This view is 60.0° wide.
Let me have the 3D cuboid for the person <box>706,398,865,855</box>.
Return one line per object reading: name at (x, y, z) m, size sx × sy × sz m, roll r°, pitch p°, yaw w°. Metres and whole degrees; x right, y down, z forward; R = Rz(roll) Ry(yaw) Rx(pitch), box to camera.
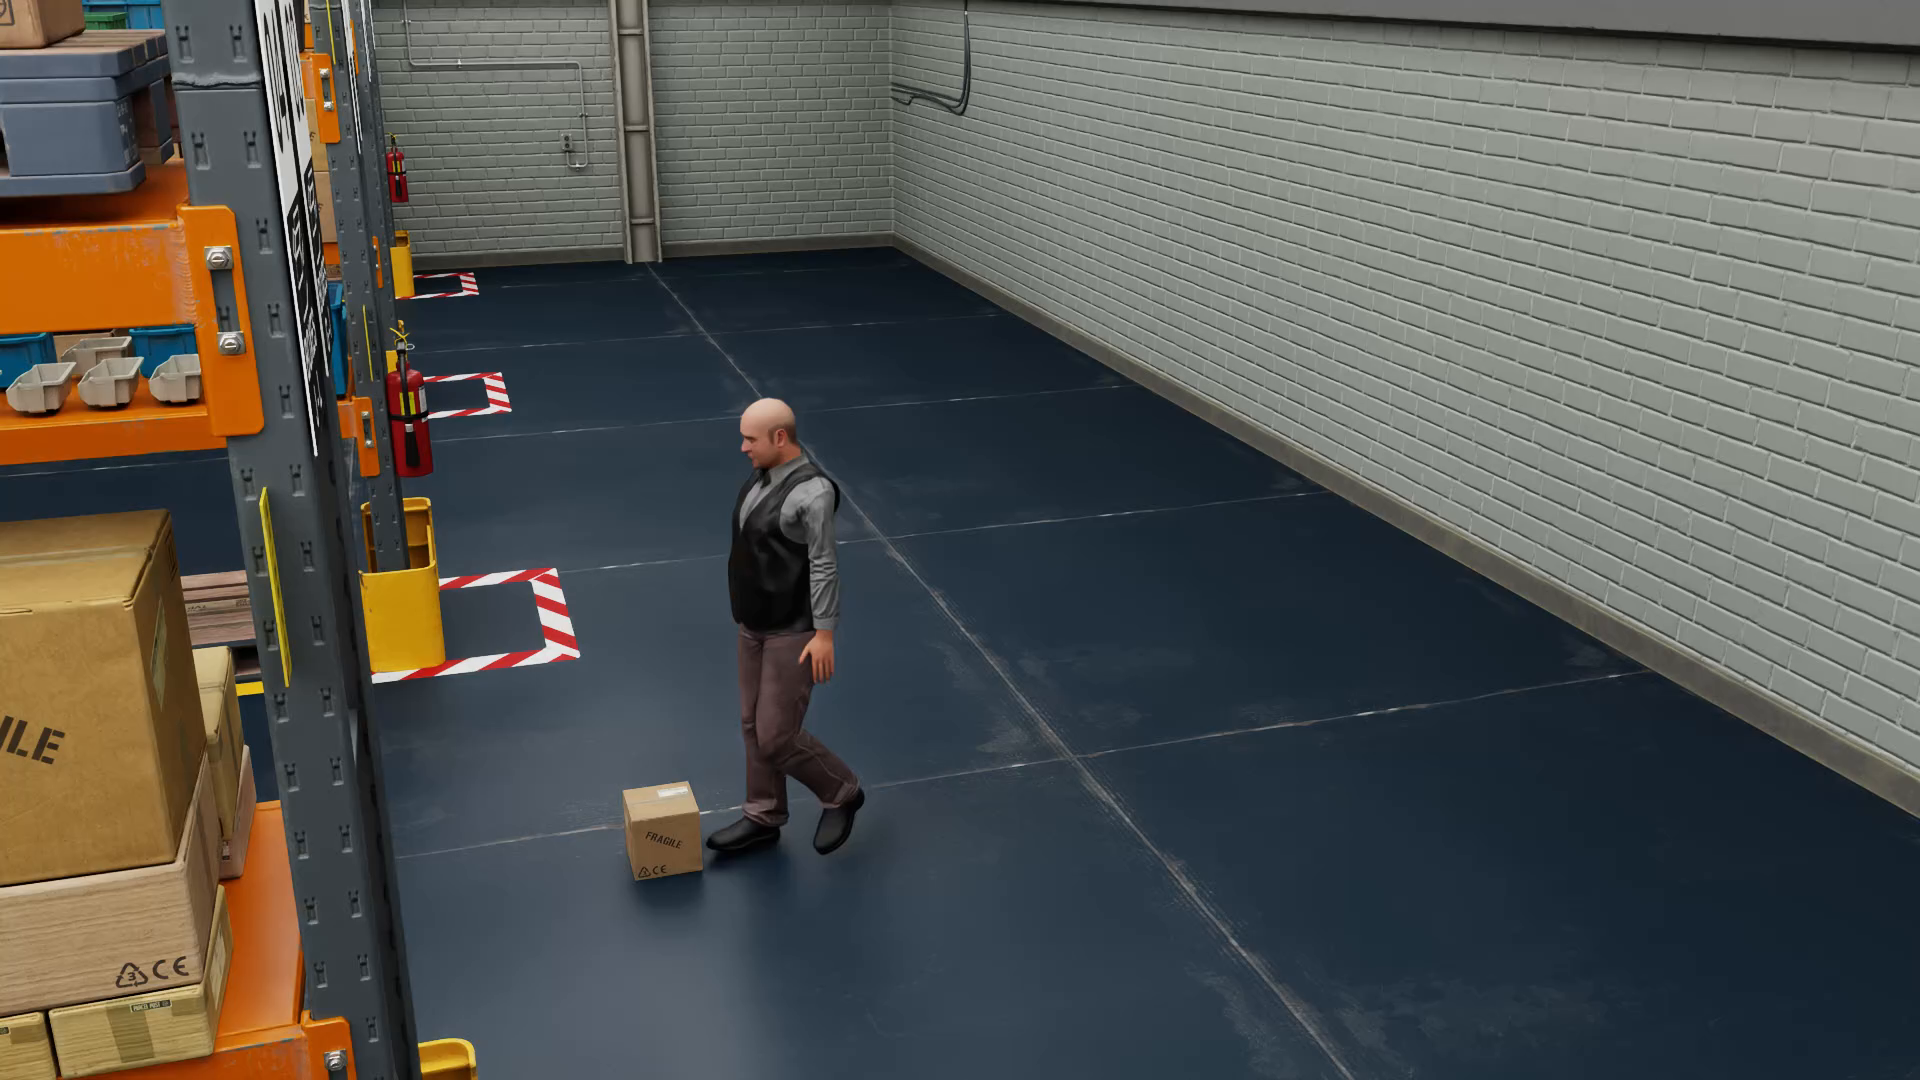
person at (-0.690, 0.333, 6.092) m, size 0.569 × 1.717 × 0.565 m, roll -12°, pitch 22°, yaw -31°
